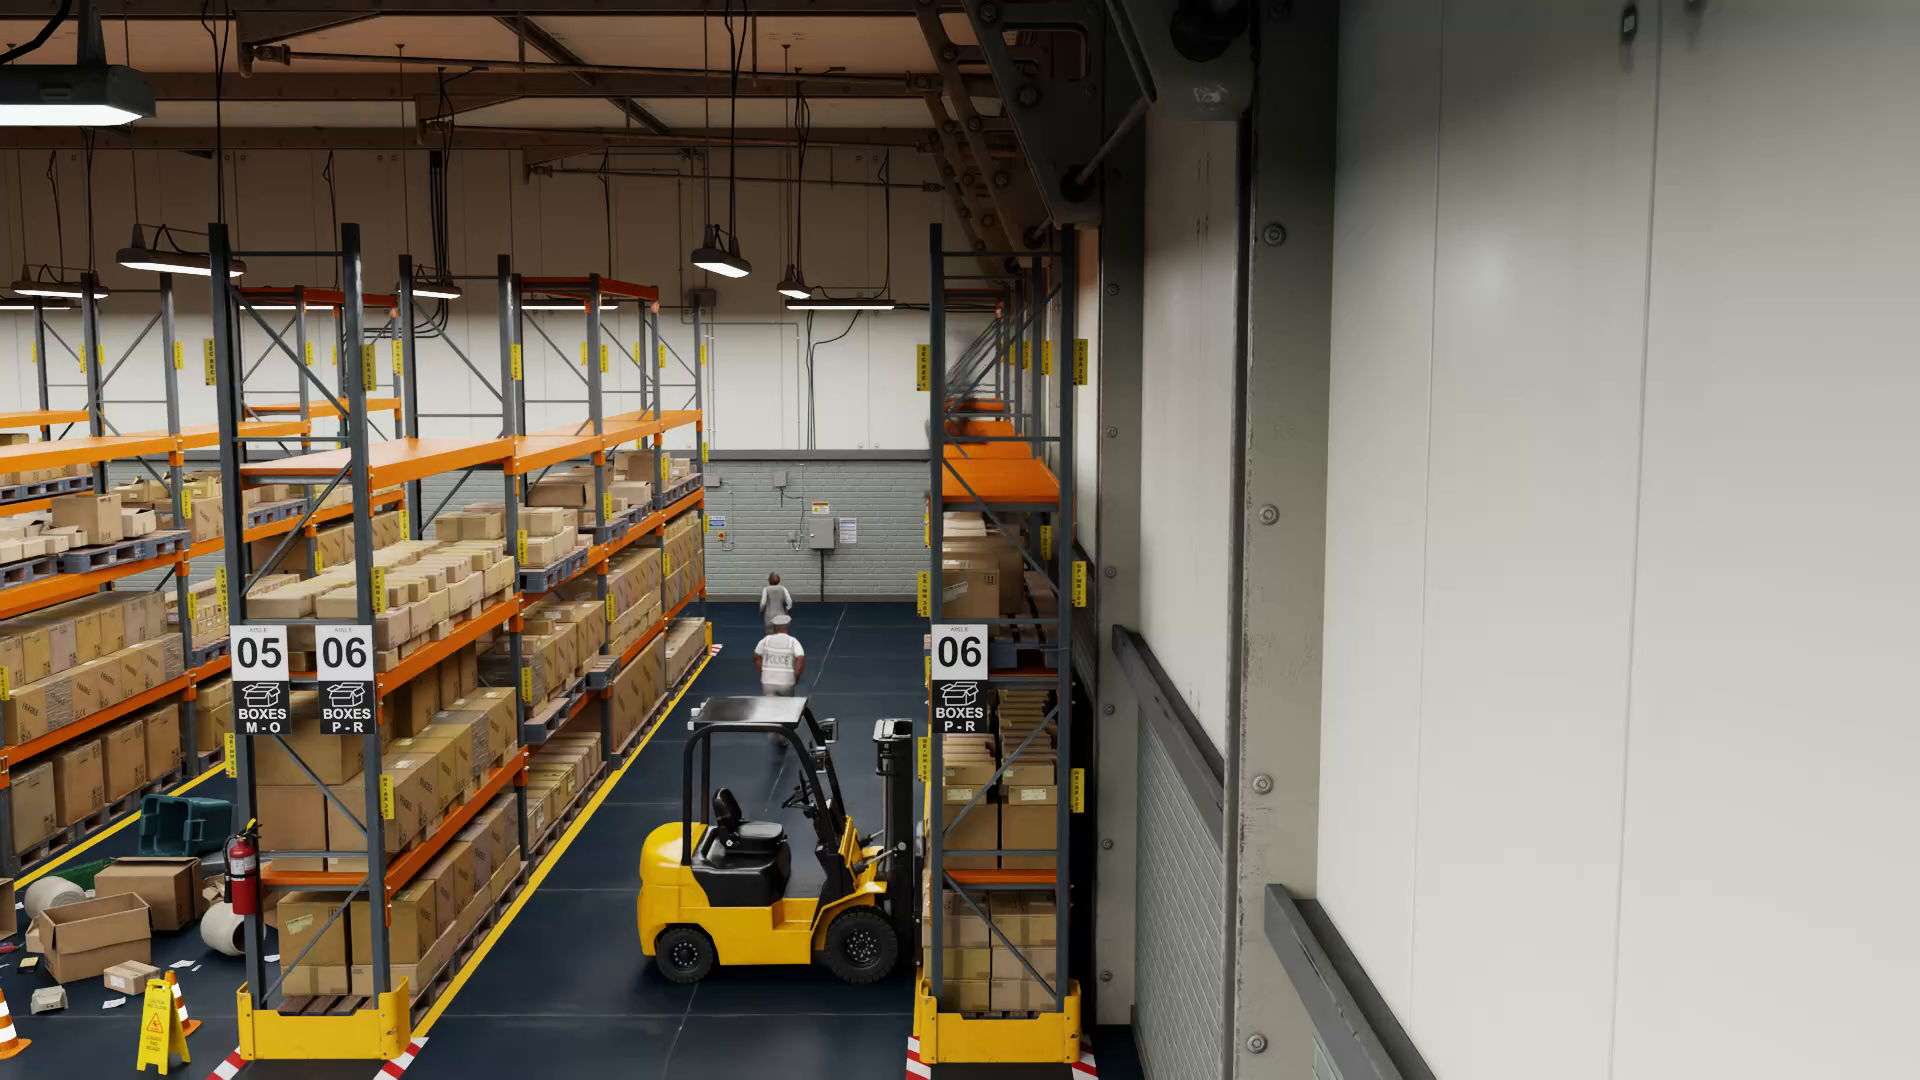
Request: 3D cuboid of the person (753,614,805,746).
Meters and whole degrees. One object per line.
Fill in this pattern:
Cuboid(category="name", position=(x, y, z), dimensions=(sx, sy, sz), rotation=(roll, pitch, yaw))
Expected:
Cuboid(category="person", position=(-2.303, 1.863, 21.190), dimensions=(0.663, 1.777, 0.953), rotation=(0, 7, -1))

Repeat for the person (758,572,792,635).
Cuboid(category="person", position=(-2.939, 1.297, 26.677), dimensions=(0.525, 1.560, 0.682), rotation=(-3, 7, -23))
